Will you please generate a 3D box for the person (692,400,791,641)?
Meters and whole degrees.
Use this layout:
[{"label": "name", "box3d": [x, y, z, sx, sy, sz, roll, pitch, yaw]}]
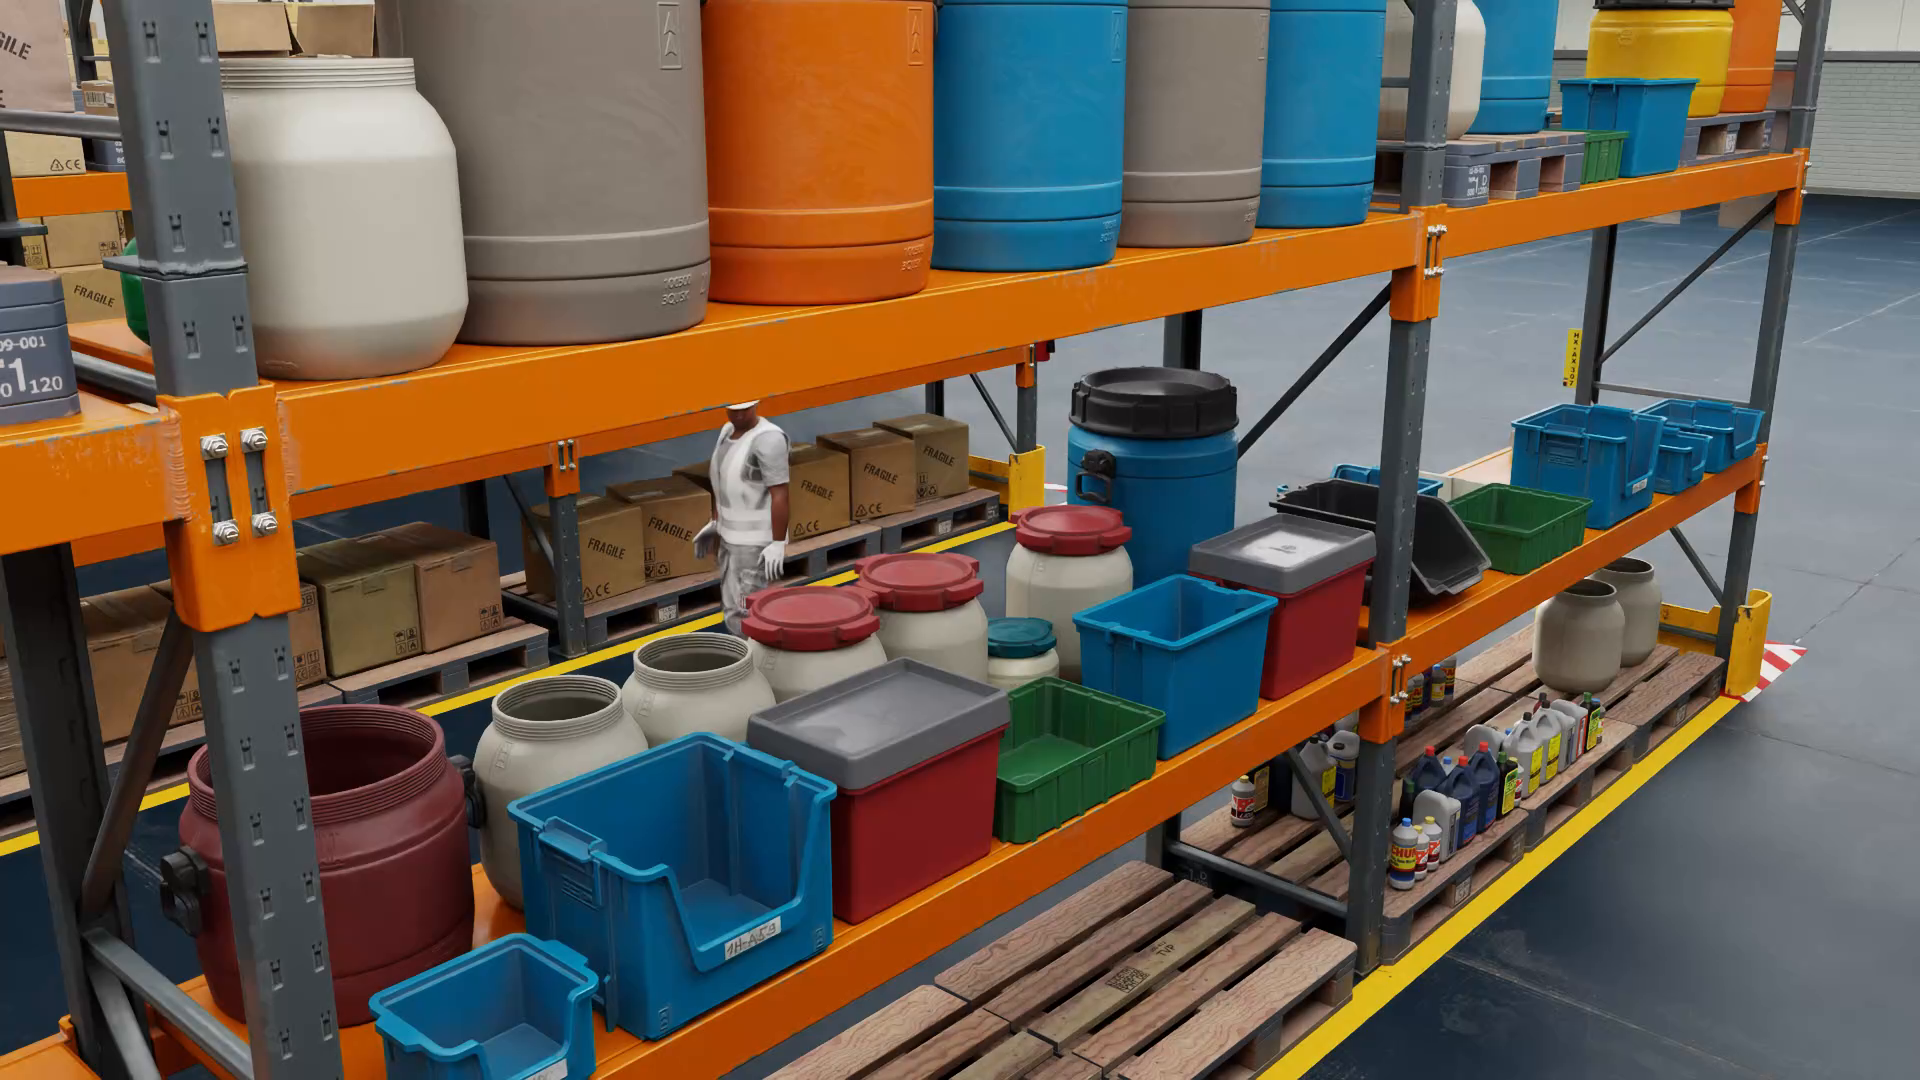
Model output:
[{"label": "person", "box3d": [-1.052, 0.000, 8.434, 0.517, 1.778, 0.622, -7, 18, -23]}]
